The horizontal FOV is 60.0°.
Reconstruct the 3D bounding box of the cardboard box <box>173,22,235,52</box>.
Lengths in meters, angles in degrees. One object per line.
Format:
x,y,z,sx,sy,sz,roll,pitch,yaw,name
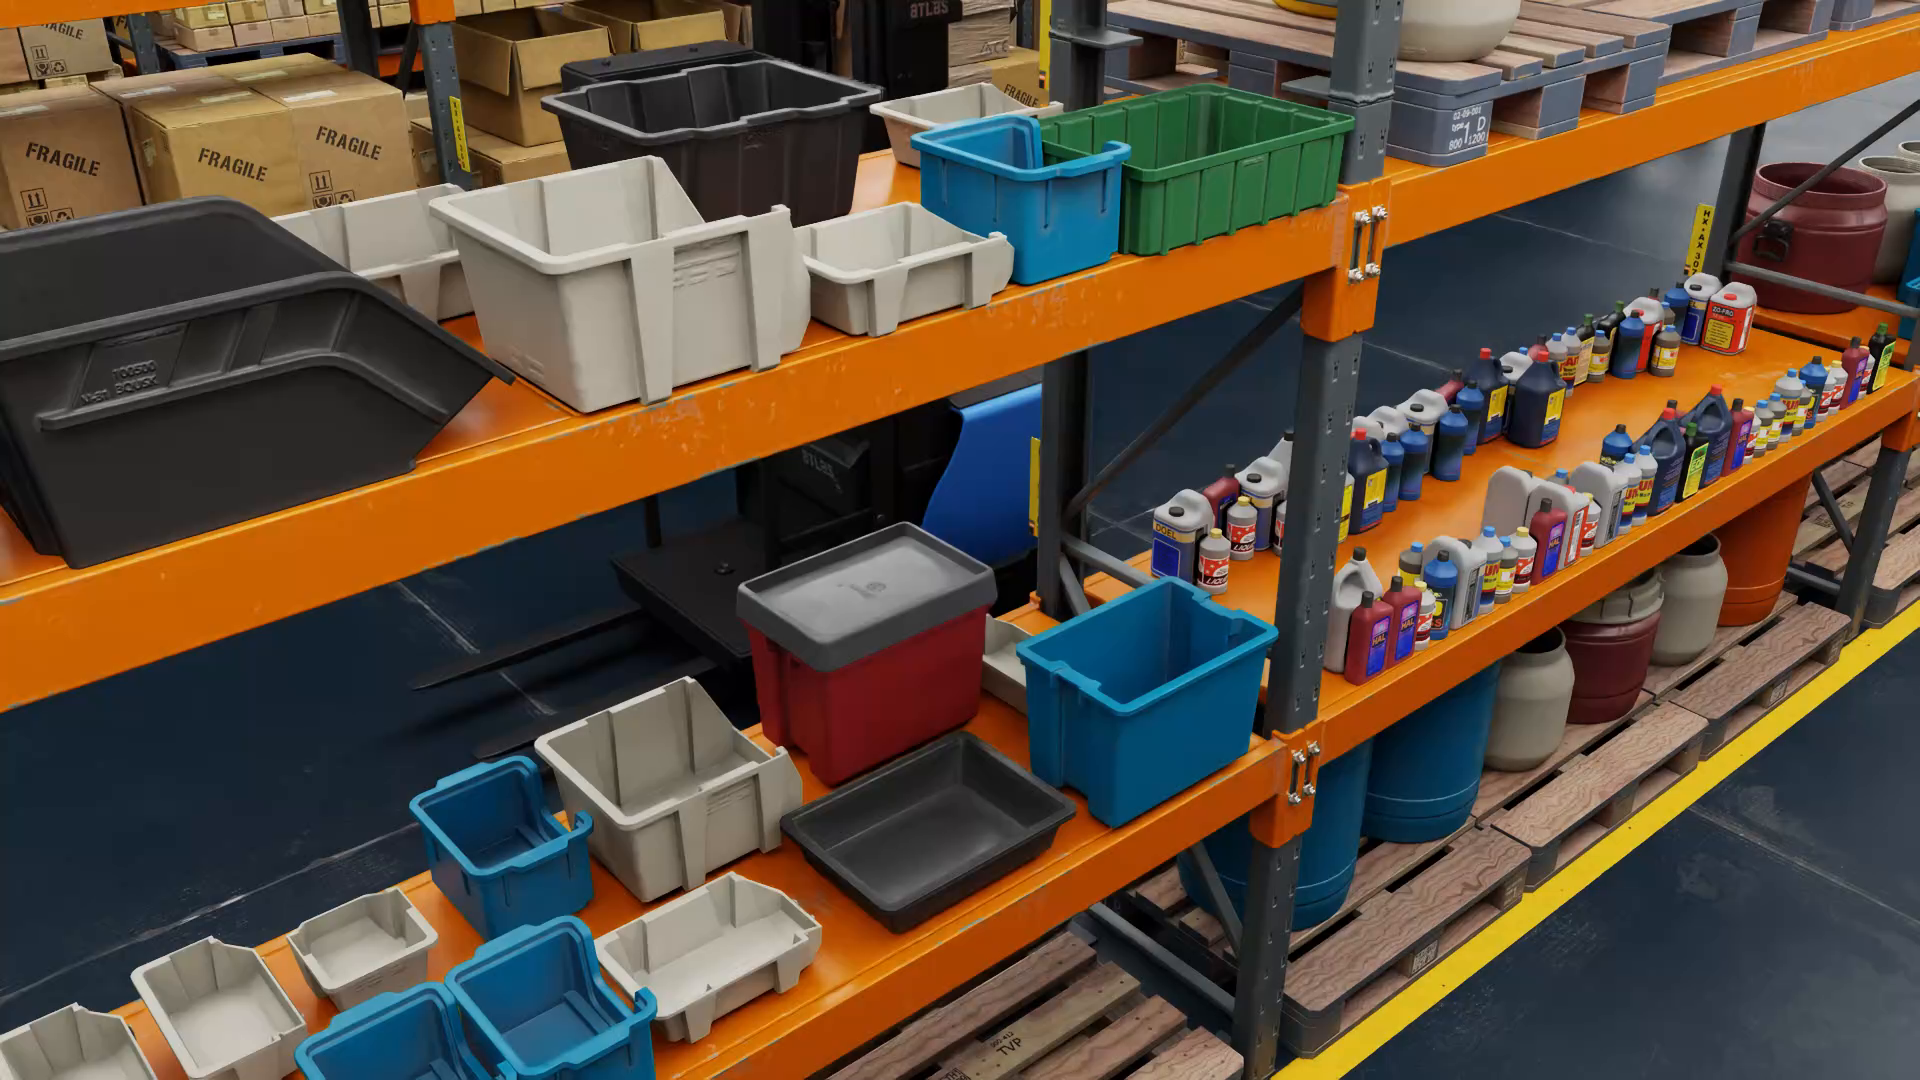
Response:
-5.155,-3.445,11.334,0.250,0.149,0.380,-24,36,-37,cardboard box

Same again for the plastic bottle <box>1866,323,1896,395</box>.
3.616,-0.725,6.547,0.133,0.283,0.061,-22,35,-35,plastic bottle

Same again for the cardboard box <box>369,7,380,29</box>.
-4.370,-3.761,11.926,0.250,0.149,0.380,-24,36,-37,cardboard box

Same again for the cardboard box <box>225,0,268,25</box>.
-4.959,-3.656,11.414,0.250,0.149,0.380,-23,36,-36,cardboard box

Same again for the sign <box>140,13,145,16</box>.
-5.395,-3.604,10.893,0.005,0.325,0.100,-22,35,-35,sign

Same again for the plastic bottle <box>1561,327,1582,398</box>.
2.373,-0.701,6.516,0.097,0.271,0.097,0,28,0,plastic bottle

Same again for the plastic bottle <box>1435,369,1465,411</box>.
1.780,-0.480,6.089,0.133,0.283,0.061,-22,35,-35,plastic bottle

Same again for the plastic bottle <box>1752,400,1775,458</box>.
2.896,-0.411,6.047,0.097,0.201,0.097,0,28,0,plastic bottle

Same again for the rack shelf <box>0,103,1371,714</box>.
-0.918,-0.223,3.066,4.000,0.370,1.077,-22,35,-35,rack shelf

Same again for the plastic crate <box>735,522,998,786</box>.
-0.238,0.299,4.376,0.583,0.464,0.402,-22,35,-35,plastic crate

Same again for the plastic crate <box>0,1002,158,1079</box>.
-1.707,1.086,3.251,0.243,0.136,0.396,-22,35,-35,plastic crate

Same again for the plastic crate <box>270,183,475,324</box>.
-1.028,-0.533,3.163,0.530,0.136,0.437,-22,35,-35,plastic crate

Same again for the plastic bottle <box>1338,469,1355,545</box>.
1.184,-0.154,5.409,0.185,0.351,0.144,-22,35,-35,plastic bottle

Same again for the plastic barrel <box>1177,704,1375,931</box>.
1.029,0.751,5.444,0.708,0.901,0.600,-22,35,-35,plastic barrel

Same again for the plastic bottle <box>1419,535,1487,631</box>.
1.481,0.109,4.996,0.135,0.276,0.152,-22,35,-35,plastic bottle

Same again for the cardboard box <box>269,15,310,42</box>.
-4.755,-3.607,11.637,0.250,0.149,0.380,-22,35,-35,cardboard box

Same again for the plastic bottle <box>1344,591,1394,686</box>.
1.160,0.263,4.699,0.133,0.283,0.061,-22,35,-35,plastic bottle

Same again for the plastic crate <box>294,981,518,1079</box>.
-1.036,1.081,3.158,0.300,0.233,0.416,-22,35,-35,plastic crate

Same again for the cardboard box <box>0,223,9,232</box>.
-4.291,-1.162,7.085,0.500,0.250,0.500,-22,35,-35,cardboard box

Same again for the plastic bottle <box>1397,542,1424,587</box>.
1.386,0.102,5.087,0.097,0.201,0.097,0,28,0,plastic bottle

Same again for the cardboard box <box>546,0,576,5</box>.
-3.173,-4.243,12.828,0.250,0.149,0.380,-21,35,-34,cardboard box

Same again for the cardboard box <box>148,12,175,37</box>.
-5.580,-3.681,11.777,0.250,0.149,0.380,-23,36,-36,cardboard box

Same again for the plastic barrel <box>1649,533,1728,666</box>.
2.914,0.220,6.850,0.421,0.512,0.421,0,28,0,plastic barrel

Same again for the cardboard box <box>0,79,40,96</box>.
-6.186,-2.954,10.862,0.250,0.149,0.380,-20,34,-33,cardboard box

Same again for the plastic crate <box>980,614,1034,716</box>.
0.157,0.352,4.626,0.243,0.136,0.396,-22,35,-35,plastic crate

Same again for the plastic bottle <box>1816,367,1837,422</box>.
3.267,-0.559,6.325,0.097,0.201,0.097,0,28,0,plastic bottle

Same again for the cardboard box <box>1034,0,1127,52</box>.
0.817,-3.238,10.574,0.500,0.500,0.500,23,36,36,cardboard box

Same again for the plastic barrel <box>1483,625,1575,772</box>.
2.055,0.565,6.204,0.421,0.512,0.421,0,28,0,plastic barrel

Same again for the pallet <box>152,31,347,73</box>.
-5.078,-3.512,11.842,1.213,0.211,1.003,-22,35,-35,pallet

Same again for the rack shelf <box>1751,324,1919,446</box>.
5.168,-1.347,8.352,4.000,0.370,1.077,-22,35,-35,rack shelf

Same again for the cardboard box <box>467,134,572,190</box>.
-2.099,-1.700,8.143,0.500,0.500,0.500,-22,35,-35,cardboard box

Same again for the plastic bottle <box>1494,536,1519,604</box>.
1.662,0.086,5.117,0.097,0.201,0.097,0,28,0,plastic bottle

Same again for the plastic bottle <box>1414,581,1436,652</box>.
1.337,0.216,4.873,0.097,0.201,0.097,0,28,0,plastic bottle

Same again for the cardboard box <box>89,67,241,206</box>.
-3.521,-1.798,7.480,0.500,0.500,0.500,-22,35,-35,cardboard box

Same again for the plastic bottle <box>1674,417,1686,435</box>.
2.465,-0.300,5.752,0.133,0.283,0.061,-22,35,-35,plastic bottle

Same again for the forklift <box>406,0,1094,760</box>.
-0.847,-0.846,6.723,3.031,2.935,1.130,-21,35,-34,forklift

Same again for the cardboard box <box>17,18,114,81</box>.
-5.938,-3.341,10.897,0.500,0.500,0.500,-22,35,-35,cardboard box

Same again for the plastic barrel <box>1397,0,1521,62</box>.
1.167,-1.468,4.043,0.433,0.535,0.433,0,28,0,plastic barrel

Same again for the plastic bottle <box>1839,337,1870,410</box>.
3.440,-0.654,6.415,0.133,0.283,0.061,-22,35,-35,plastic bottle

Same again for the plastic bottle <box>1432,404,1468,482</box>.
1.729,-0.348,5.855,0.097,0.271,0.097,0,28,0,plastic bottle

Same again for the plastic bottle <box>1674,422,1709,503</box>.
2.504,-0.278,5.711,0.133,0.283,0.061,-22,35,-35,plastic bottle

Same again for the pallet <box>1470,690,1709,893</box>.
2.146,0.804,6.521,1.213,0.211,1.003,-22,35,-35,pallet

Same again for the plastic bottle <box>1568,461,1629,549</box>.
2.084,-0.134,5.449,0.135,0.276,0.152,-22,35,-35,plastic bottle

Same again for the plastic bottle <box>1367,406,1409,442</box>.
1.458,-0.318,5.795,0.135,0.276,0.152,-22,35,-35,plastic bottle

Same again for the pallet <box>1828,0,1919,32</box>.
3.001,-2.094,6.003,1.213,0.211,1.003,-22,35,-35,pallet

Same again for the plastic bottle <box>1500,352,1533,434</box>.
2.053,-0.557,6.242,0.135,0.276,0.152,-22,35,-35,plastic bottle

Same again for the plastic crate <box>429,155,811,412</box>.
-0.553,-0.444,2.841,0.530,0.282,0.437,-22,35,-35,plastic crate

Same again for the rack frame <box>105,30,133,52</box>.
-5.751,-3.413,11.455,0.053,2.616,0.949,-22,35,-35,rack frame

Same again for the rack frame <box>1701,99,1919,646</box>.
3.647,-1.053,7.038,0.127,3.000,1.000,-22,35,-35,rack frame

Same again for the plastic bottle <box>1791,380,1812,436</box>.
3.119,-0.500,6.214,0.097,0.201,0.097,0,28,0,plastic bottle

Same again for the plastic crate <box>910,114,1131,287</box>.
0.118,-0.685,3.345,0.300,0.233,0.416,-22,35,-35,plastic crate

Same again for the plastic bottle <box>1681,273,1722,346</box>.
3.108,-0.982,7.036,0.135,0.276,0.152,-22,35,-35,plastic bottle

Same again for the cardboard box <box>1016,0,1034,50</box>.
0.856,-5.277,16.751,0.875,0.875,0.875,-21,35,-34,cardboard box

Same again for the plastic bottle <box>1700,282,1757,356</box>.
3.206,-0.927,6.934,0.135,0.276,0.152,-22,35,-35,plastic bottle

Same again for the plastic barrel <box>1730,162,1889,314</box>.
3.803,-1.364,7.475,0.708,0.536,0.600,-22,35,-35,plastic barrel

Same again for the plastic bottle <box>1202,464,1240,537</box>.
0.840,-0.101,5.381,0.133,0.283,0.061,-22,35,-35,plastic bottle

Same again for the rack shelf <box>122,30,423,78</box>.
-4.232,-3.709,12.771,4.000,0.370,1.077,-22,35,-35,rack shelf

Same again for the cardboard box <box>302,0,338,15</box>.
-4.566,-3.815,11.711,0.250,0.149,0.380,-24,36,-37,cardboard box
